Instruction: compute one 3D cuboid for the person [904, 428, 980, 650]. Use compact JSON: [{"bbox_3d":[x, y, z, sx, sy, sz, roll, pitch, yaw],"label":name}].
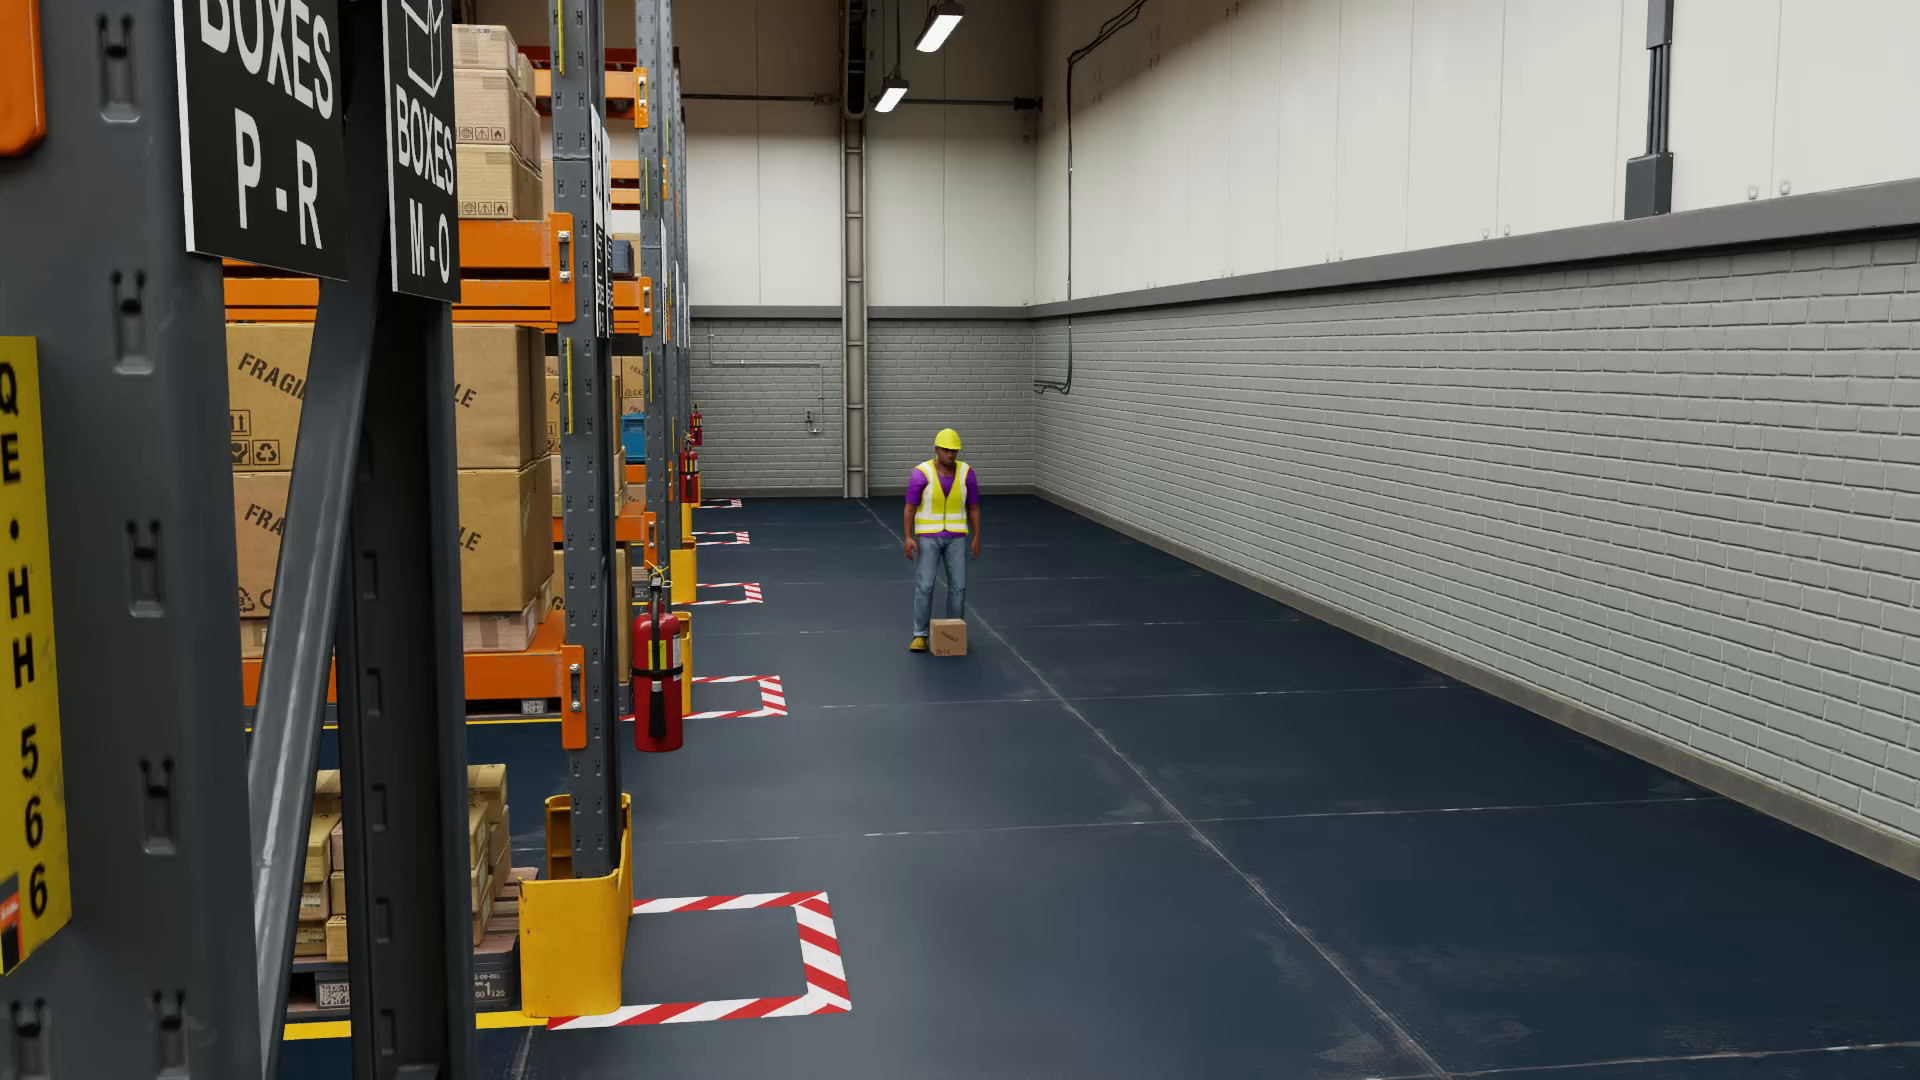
[{"bbox_3d":[-0.135,-0.008,13.215,0.627,1.759,0.462,-1,7,-12],"label":"person"}]
